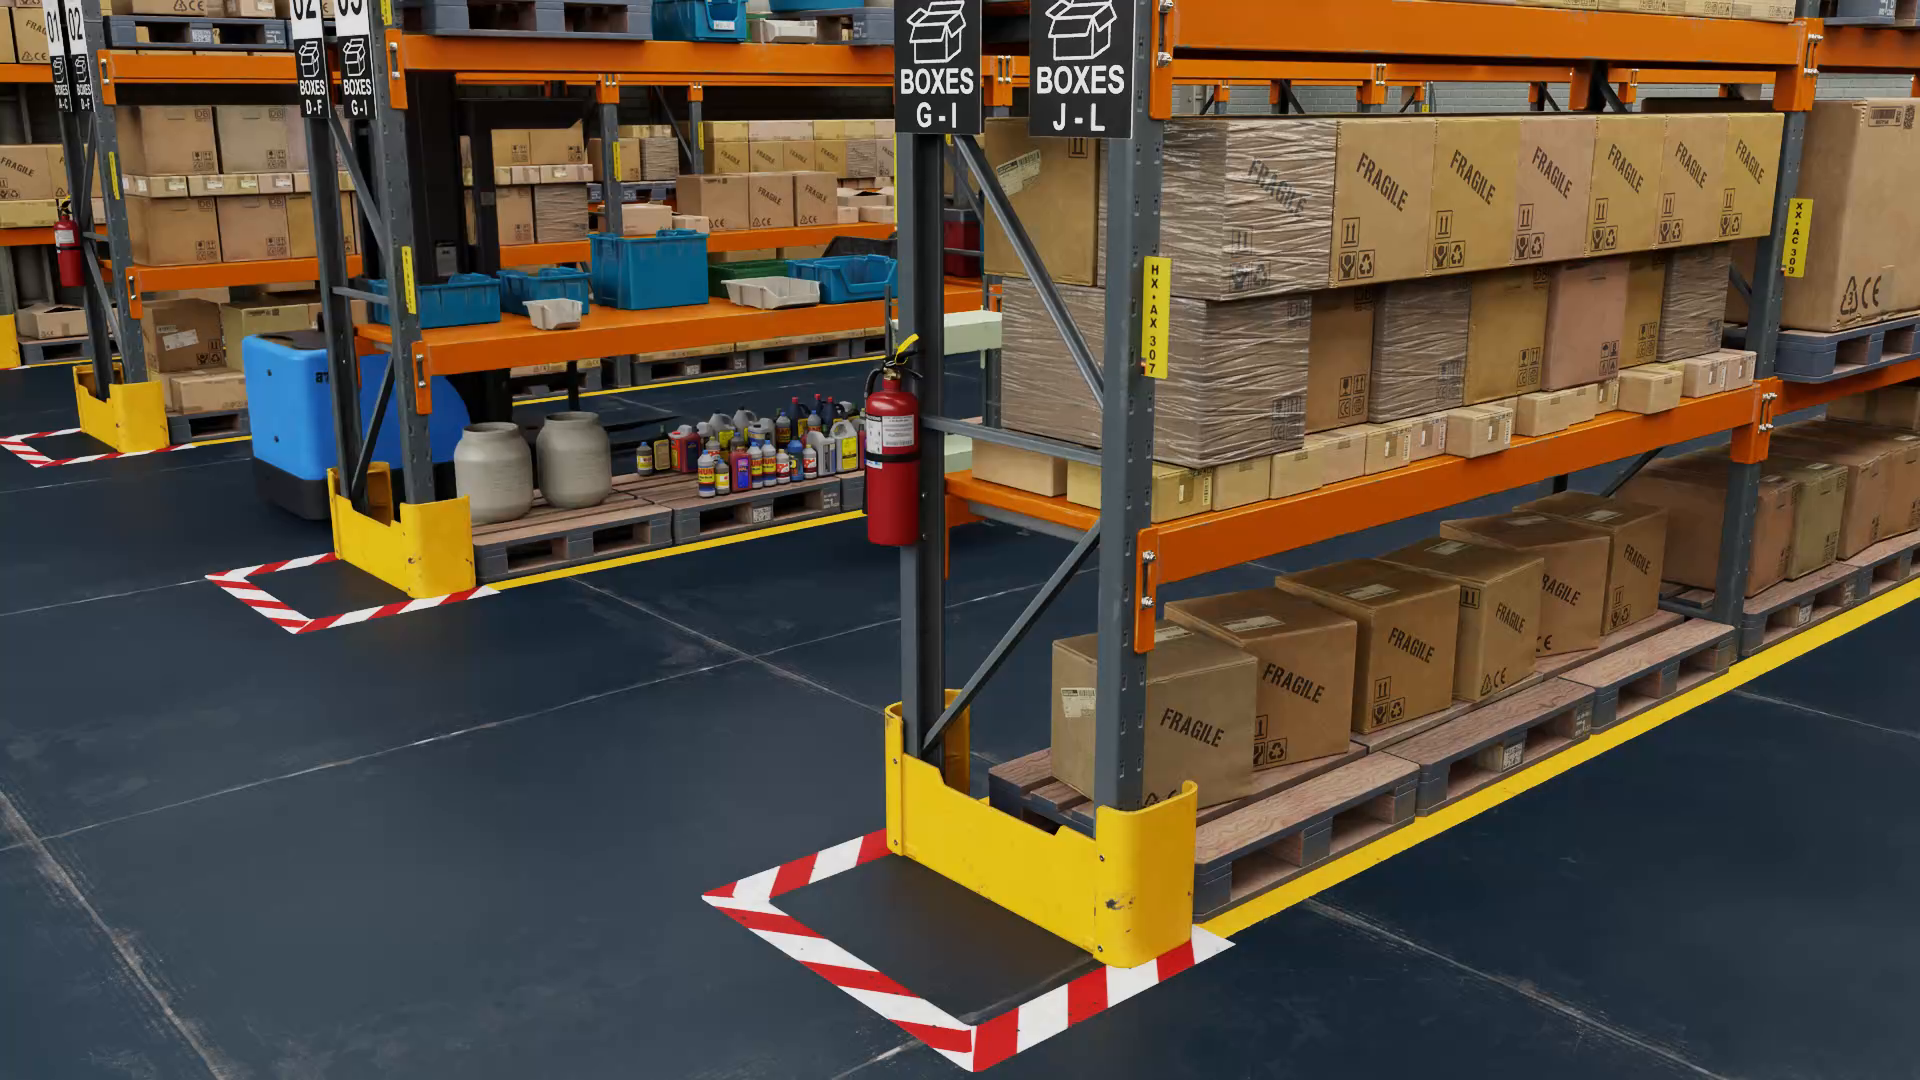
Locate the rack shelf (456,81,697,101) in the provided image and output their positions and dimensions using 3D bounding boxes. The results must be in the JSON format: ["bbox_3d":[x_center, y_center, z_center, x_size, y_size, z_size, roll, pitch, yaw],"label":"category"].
[{"bbox_3d":[-5.054,-5.304,19.377,4.000,0.370,1.077,-13,19,-39],"label":"rack shelf"}]

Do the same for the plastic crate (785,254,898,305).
[{"bbox_3d":[-0.716,-1.623,10.302,0.616,0.251,0.499,-13,19,-39],"label":"plastic crate"}]

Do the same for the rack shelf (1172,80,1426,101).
[{"bbox_3d":[4.235,-5.696,20.843,4.000,0.370,1.077,-13,19,-39],"label":"rack shelf"}]

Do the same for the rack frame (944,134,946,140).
[{"bbox_3d":[-0.528,-5.219,23.476,0.127,3.000,1.000,-13,19,-39],"label":"rack frame"}]

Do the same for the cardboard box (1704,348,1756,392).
[{"bbox_3d":[3.223,-0.756,7.254,0.250,0.149,0.380,-13,19,-39],"label":"cardboard box"}]

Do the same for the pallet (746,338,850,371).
[{"bbox_3d":[-1.857,-1.893,16.428,1.213,0.211,1.003,-13,19,-39],"label":"pallet"}]

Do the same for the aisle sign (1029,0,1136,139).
[{"bbox_3d":[0.324,-1.480,4.442,0.004,0.787,0.394,-13,19,-39],"label":"aisle sign"}]

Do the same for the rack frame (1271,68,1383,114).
[{"bbox_3d":[2.958,-2.613,13.719,0.127,3.000,1.000,-13,19,-39],"label":"rack frame"}]

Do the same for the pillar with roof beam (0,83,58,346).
[{"bbox_3d":[-6.794,-5.534,13.029,0.400,9.000,9.100,-13,19,-39],"label":"pillar with roof beam"}]

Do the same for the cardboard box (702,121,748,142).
[{"bbox_3d":[-3.012,-5.137,20.907,0.500,0.250,0.500,-12,19,-38],"label":"cardboard box"}]

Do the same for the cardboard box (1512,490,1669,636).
[{"bbox_3d":[2.864,0.094,7.616,0.500,0.500,0.500,-13,20,-41],"label":"cardboard box"}]

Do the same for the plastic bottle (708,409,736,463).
[{"bbox_3d":[-1.544,-0.676,10.751,0.185,0.351,0.144,-12,19,-37],"label":"plastic bottle"}]

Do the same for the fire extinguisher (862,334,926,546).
[{"bbox_3d":[-0.215,-0.326,5.309,0.183,0.674,0.296,-13,19,-39],"label":"fire extinguisher"}]

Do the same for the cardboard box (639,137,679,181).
[{"bbox_3d":[-3.893,-4.721,20.565,0.700,0.500,0.500,13,20,40],"label":"cardboard box"}]

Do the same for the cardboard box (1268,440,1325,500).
[{"bbox_3d":[0.945,-0.252,5.367,0.250,0.149,0.380,-13,19,-39],"label":"cardboard box"}]

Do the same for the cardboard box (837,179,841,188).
[{"bbox_3d":[-1.792,-4.746,22.152,0.250,0.149,0.380,-12,19,-38],"label":"cardboard box"}]

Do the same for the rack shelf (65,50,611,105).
[{"bbox_3d":[-4.817,-3.663,13.232,4.000,0.370,1.077,-13,19,-39],"label":"rack shelf"}]

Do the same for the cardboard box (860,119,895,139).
[{"bbox_3d":[-1.104,-5.569,22.526,0.500,0.250,0.500,-12,19,-38],"label":"cardboard box"}]

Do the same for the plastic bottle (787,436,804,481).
[{"bbox_3d":[-1.018,-0.508,10.273,0.097,0.271,0.097,0,15,0],"label":"plastic bottle"}]

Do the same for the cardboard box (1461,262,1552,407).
[{"bbox_3d":[1.696,-0.840,6.312,0.500,0.500,0.875,-13,19,-39],"label":"cardboard box"}]

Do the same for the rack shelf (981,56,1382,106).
[{"bbox_3d":[1.449,-3.376,12.156,4.000,0.370,1.077,-13,19,-39],"label":"rack shelf"}]

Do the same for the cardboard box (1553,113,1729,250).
[{"bbox_3d":[2.657,-1.431,6.588,0.500,0.500,0.500,-13,19,-39],"label":"cardboard box"}]

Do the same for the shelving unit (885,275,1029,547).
[{"bbox_3d":[-0.005,-0.723,9.552,0.755,1.500,0.431,-13,19,-39],"label":"shelving unit"}]

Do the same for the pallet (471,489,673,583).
[{"bbox_3d":[-2.434,-0.069,9.599,1.213,0.211,1.003,-13,19,-39],"label":"pallet"}]

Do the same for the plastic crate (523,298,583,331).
[{"bbox_3d":[-2.191,-1.219,9.013,0.250,0.136,0.298,-13,19,-39],"label":"plastic crate"}]

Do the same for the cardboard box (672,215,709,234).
[{"bbox_3d":[-2.506,-2.889,15.240,0.250,0.149,0.380,-13,19,-39],"label":"cardboard box"}]

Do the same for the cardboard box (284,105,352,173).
[{"bbox_3d":[-5.152,-3.159,13.056,0.500,0.500,0.700,-13,19,-39],"label":"cardboard box"}]

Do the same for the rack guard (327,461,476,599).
[{"bbox_3d":[-3.051,-0.072,9.051,0.348,0.500,1.175,-13,19,-39],"label":"rack guard"}]

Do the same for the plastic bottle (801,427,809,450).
[{"bbox_3d":[-0.940,-0.577,10.508,0.133,0.283,0.061,-13,19,-39],"label":"plastic bottle"}]

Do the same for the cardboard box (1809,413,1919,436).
[{"bbox_3d":[5.307,-0.440,9.574,0.700,0.500,0.500,14,20,42],"label":"cardboard box"}]

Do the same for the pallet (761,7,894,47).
[{"bbox_3d":[-0.540,-3.152,10.291,1.003,0.211,1.213,-13,19,-39],"label":"pallet"}]

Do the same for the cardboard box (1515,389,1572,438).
[{"bbox_3d":[2.081,-0.505,6.314,0.250,0.149,0.380,-13,19,-39],"label":"cardboard box"}]

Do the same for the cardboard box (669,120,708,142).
[{"bbox_3d":[-3.373,-5.233,21.266,0.500,0.250,0.500,-12,19,-38],"label":"cardboard box"}]

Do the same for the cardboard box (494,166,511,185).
[{"bbox_3d":[-3.954,-3.043,13.879,0.250,0.149,0.380,-13,20,-39],"label":"cardboard box"}]

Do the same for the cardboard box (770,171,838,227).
[{"bbox_3d":[-1.546,-3.339,16.243,0.500,0.500,0.500,-14,20,-42],"label":"cardboard box"}]

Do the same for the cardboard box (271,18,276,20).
[{"bbox_3d":[-5.211,-4.240,13.085,0.500,0.311,0.500,-10,18,-33],"label":"cardboard box"}]

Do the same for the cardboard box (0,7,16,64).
[{"bbox_3d":[-9.164,-4.701,15.493,0.500,0.500,0.500,-12,19,-38],"label":"cardboard box"}]

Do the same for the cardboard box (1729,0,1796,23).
[{"bbox_3d":[3.019,-2.220,6.725,0.500,0.250,0.500,-12,19,-37],"label":"cardboard box"}]

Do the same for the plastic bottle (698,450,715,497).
[{"bbox_3d":[-1.505,-0.398,9.864,0.097,0.271,0.097,0,15,0],"label":"plastic bottle"}]

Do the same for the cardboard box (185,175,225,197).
[{"bbox_3d":[-5.691,-2.654,12.423,0.250,0.149,0.380,-13,20,-41],"label":"cardboard box"}]

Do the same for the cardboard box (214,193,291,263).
[{"bbox_3d":[-5.572,-2.437,12.868,0.500,0.500,0.700,-12,19,-38],"label":"cardboard box"}]

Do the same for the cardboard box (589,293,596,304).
[{"bbox_3d":[-3.191,-2.170,15.489,0.500,0.311,0.500,-13,19,-39],"label":"cardboard box"}]

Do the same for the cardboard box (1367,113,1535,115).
[{"bbox_3d":[1.932,-1.450,6.657,0.500,0.500,0.500,-13,19,-39],"label":"cardboard box"}]

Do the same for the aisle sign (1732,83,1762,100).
[{"bbox_3d":[8.852,-5.294,18.719,0.004,0.787,0.394,-13,19,-39],"label":"aisle sign"}]

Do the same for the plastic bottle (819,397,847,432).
[{"bbox_3d":[-0.846,-0.784,11.153,0.185,0.351,0.144,-13,19,-39],"label":"plastic bottle"}]

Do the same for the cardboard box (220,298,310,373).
[{"bbox_3d":[-5.399,-1.592,12.958,0.500,0.500,0.500,-13,19,-39],"label":"cardboard box"}]

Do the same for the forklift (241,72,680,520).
[{"bbox_3d":[-3.048,-1.811,10.852,3.031,2.935,1.130,-12,19,-39],"label":"forklift"}]

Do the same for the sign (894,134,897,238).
[{"bbox_3d":[-0.175,-1.117,5.263,0.005,0.325,0.100,-13,19,-39],"label":"sign"}]

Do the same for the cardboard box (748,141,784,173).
[{"bbox_3d":[-2.610,-4.863,21.333,0.500,0.500,0.500,-12,19,-38],"label":"cardboard box"}]

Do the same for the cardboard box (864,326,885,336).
[{"bbox_3d":[-0.914,-2.228,16.791,0.500,0.250,0.500,-13,20,-40],"label":"cardboard box"}]

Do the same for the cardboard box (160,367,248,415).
[{"bbox_3d":[-5.775,-1.145,12.737,0.500,0.250,0.500,-13,19,-39],"label":"cardboard box"}]

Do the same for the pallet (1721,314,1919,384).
[{"bbox_3d":[3.864,-0.979,7.976,1.213,0.211,1.003,-13,19,-39],"label":"pallet"}]

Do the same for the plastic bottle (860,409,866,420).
[{"bbox_3d":[-0.664,-0.810,11.540,0.097,0.201,0.097,0,15,0],"label":"plastic bottle"}]
